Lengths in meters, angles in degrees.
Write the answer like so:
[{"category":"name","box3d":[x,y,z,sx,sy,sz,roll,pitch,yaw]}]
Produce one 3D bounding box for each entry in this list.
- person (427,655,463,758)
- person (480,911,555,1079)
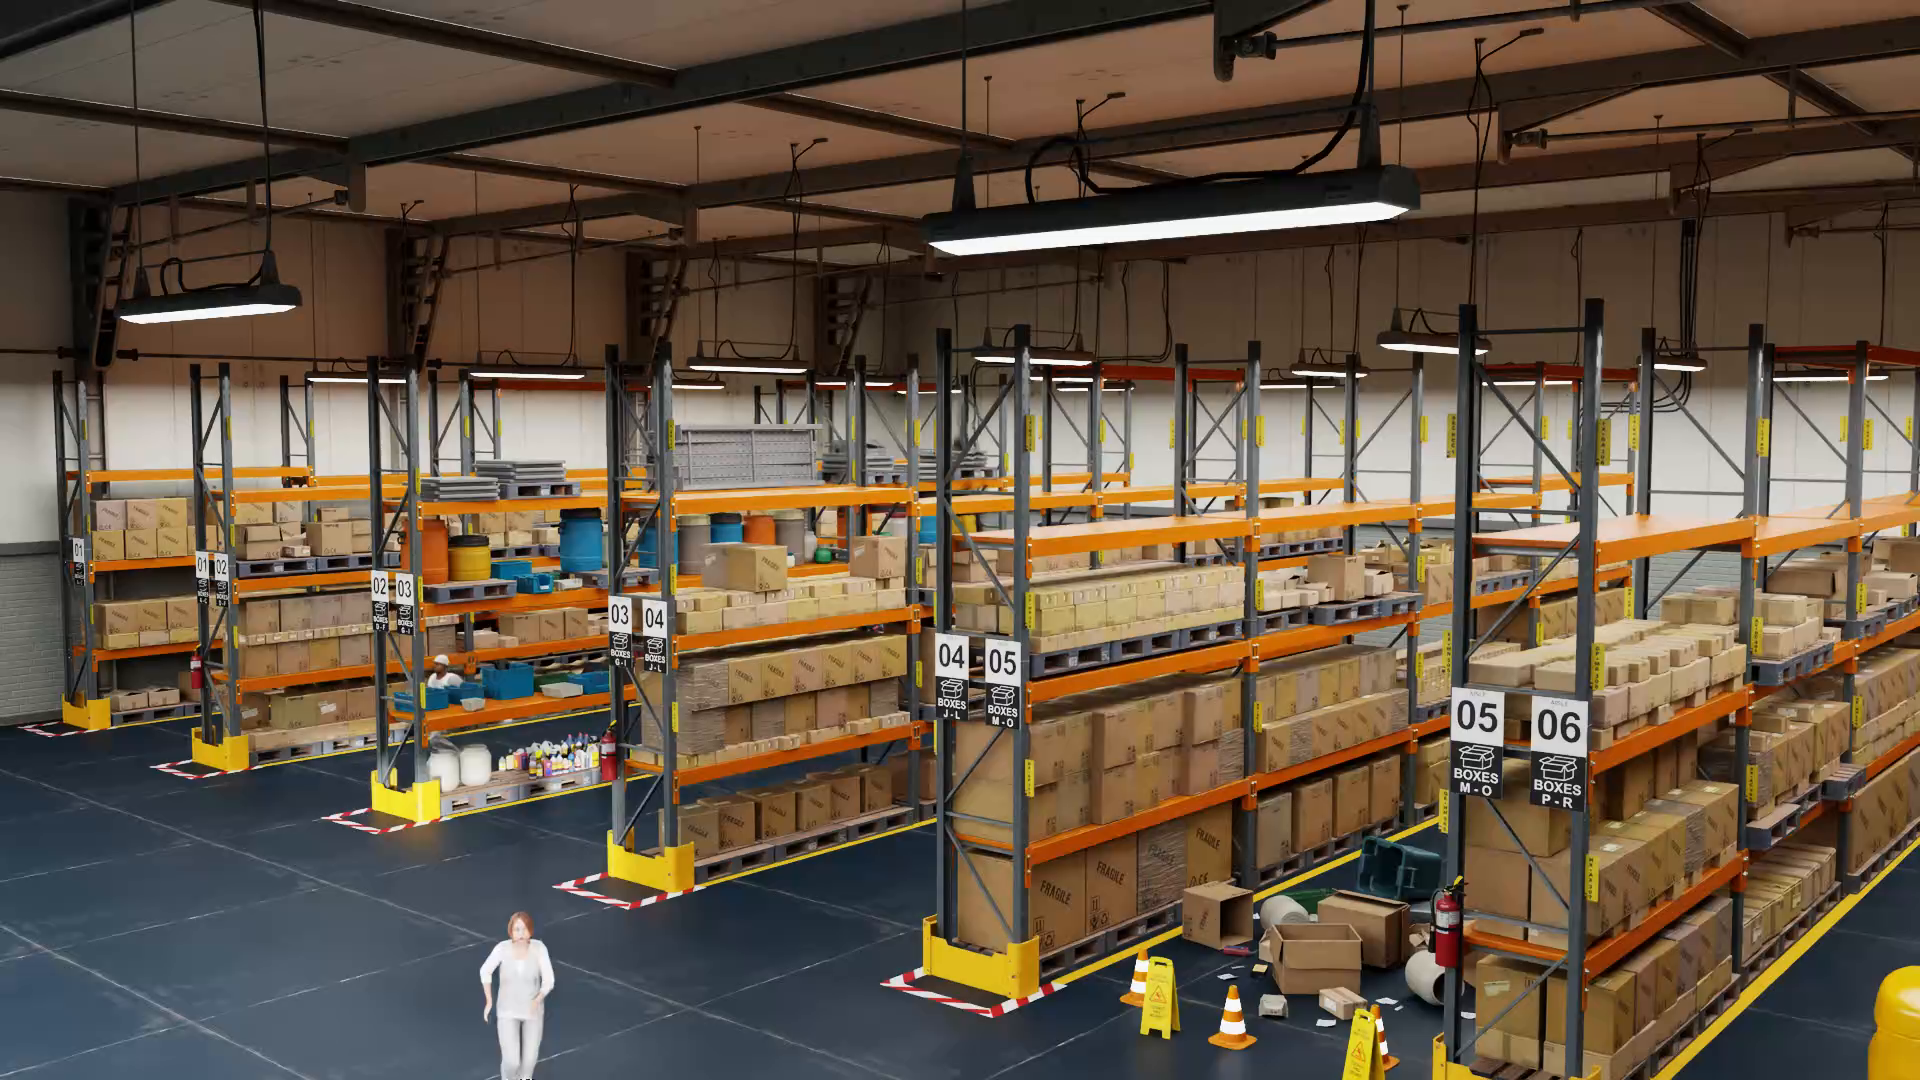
[{"category":"person","box3d":[-7.578,2.542,24.192,0.673,1.739,0.602,3,5,33]},{"category":"person","box3d":[-3.243,3.500,12.232,0.515,1.554,0.627,-1,4,-20]}]
